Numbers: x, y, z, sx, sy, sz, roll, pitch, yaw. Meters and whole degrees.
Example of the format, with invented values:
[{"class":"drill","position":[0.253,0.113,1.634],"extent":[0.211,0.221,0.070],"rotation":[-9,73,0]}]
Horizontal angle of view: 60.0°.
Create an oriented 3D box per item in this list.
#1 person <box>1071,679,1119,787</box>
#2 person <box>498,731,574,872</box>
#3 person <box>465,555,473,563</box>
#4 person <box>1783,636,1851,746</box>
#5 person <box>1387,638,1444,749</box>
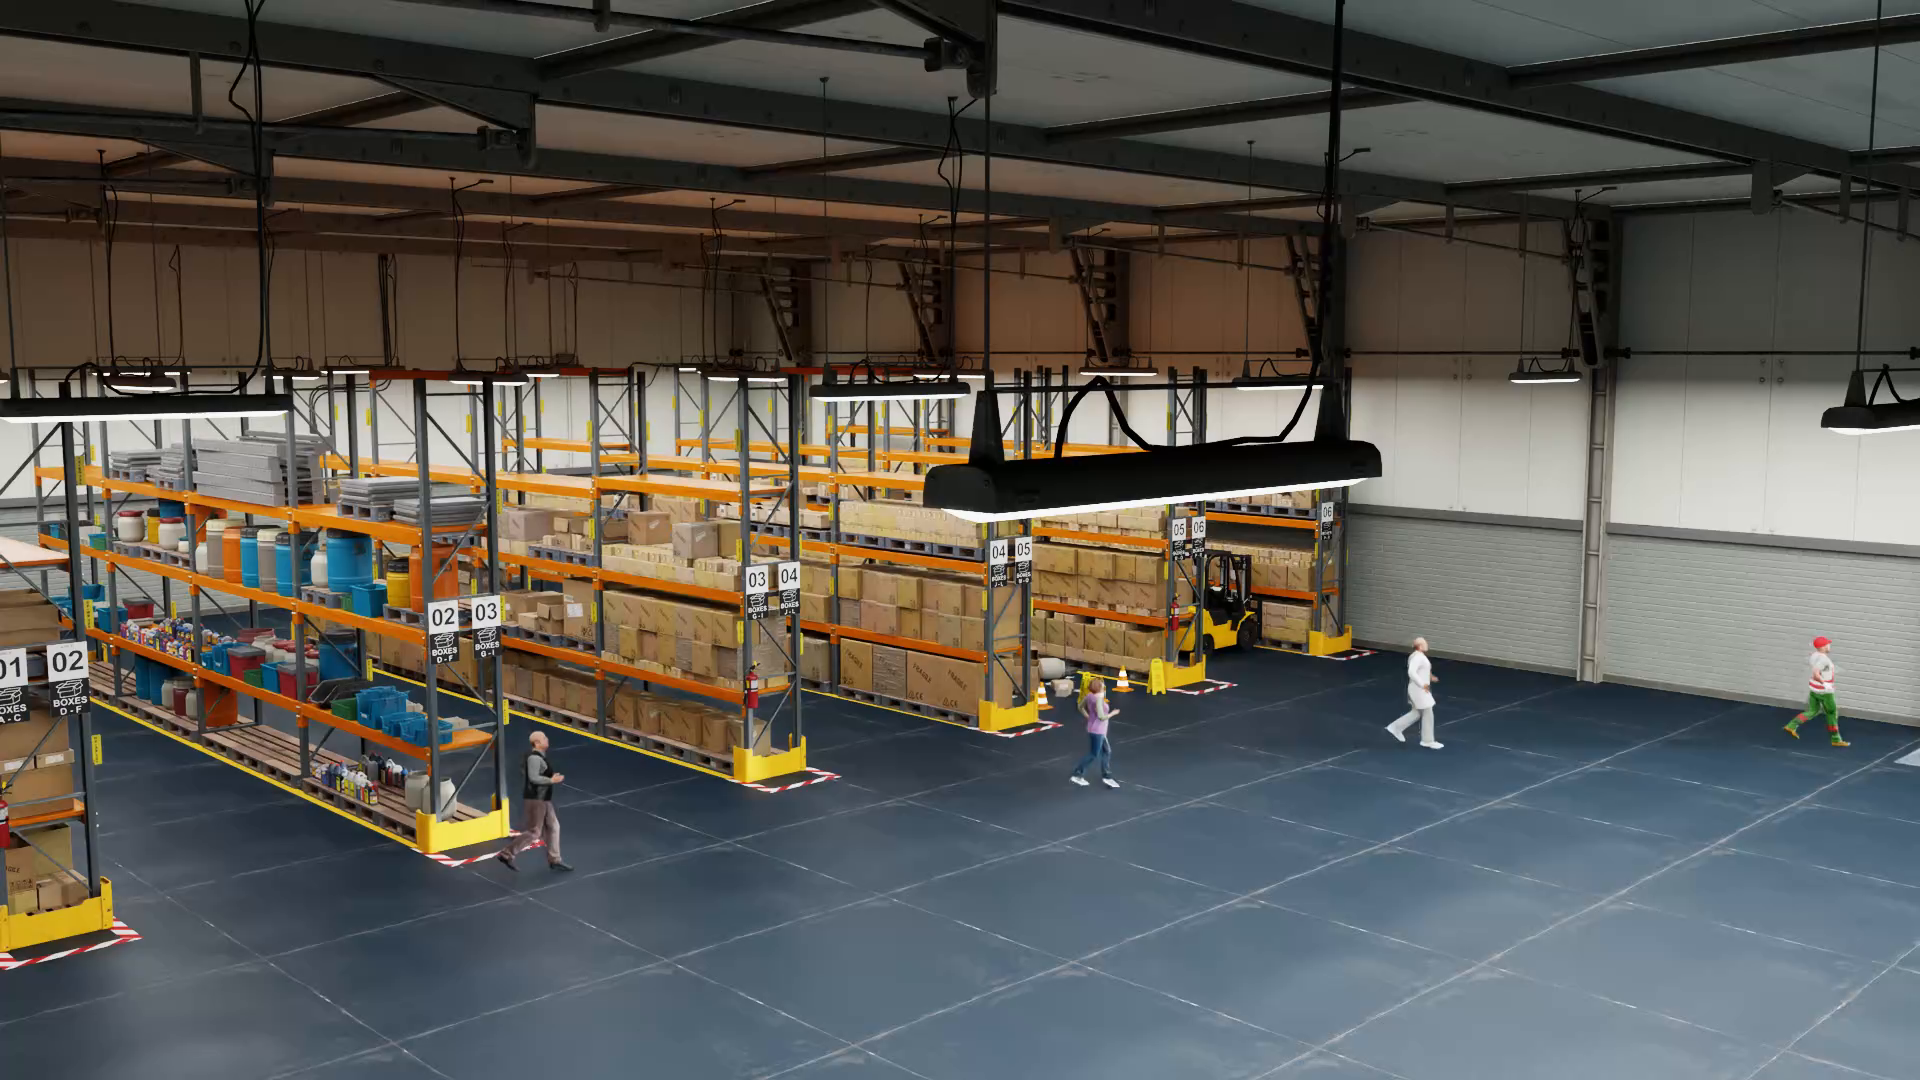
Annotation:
[{"class":"person","position":[1.963,2.808,24.076],"extent":[0.733,1.629,0.525],"rotation":[-1,7,-8]},{"class":"person","position":[-5.184,3.195,20.285],"extent":[0.884,1.737,0.669],"rotation":[-1,7,-11]},{"class":"person","position":[-11.558,1.152,39.061],"extent":[0.629,1.583,0.573],"rotation":[0,6,3]},{"class":"person","position":[13.798,2.417,26.668],"extent":[0.999,1.766,0.663],"rotation":[0,6,4]},{"class":"person","position":[7.321,2.446,26.654],"extent":[0.899,1.784,0.714],"rotation":[1,6,5]}]
